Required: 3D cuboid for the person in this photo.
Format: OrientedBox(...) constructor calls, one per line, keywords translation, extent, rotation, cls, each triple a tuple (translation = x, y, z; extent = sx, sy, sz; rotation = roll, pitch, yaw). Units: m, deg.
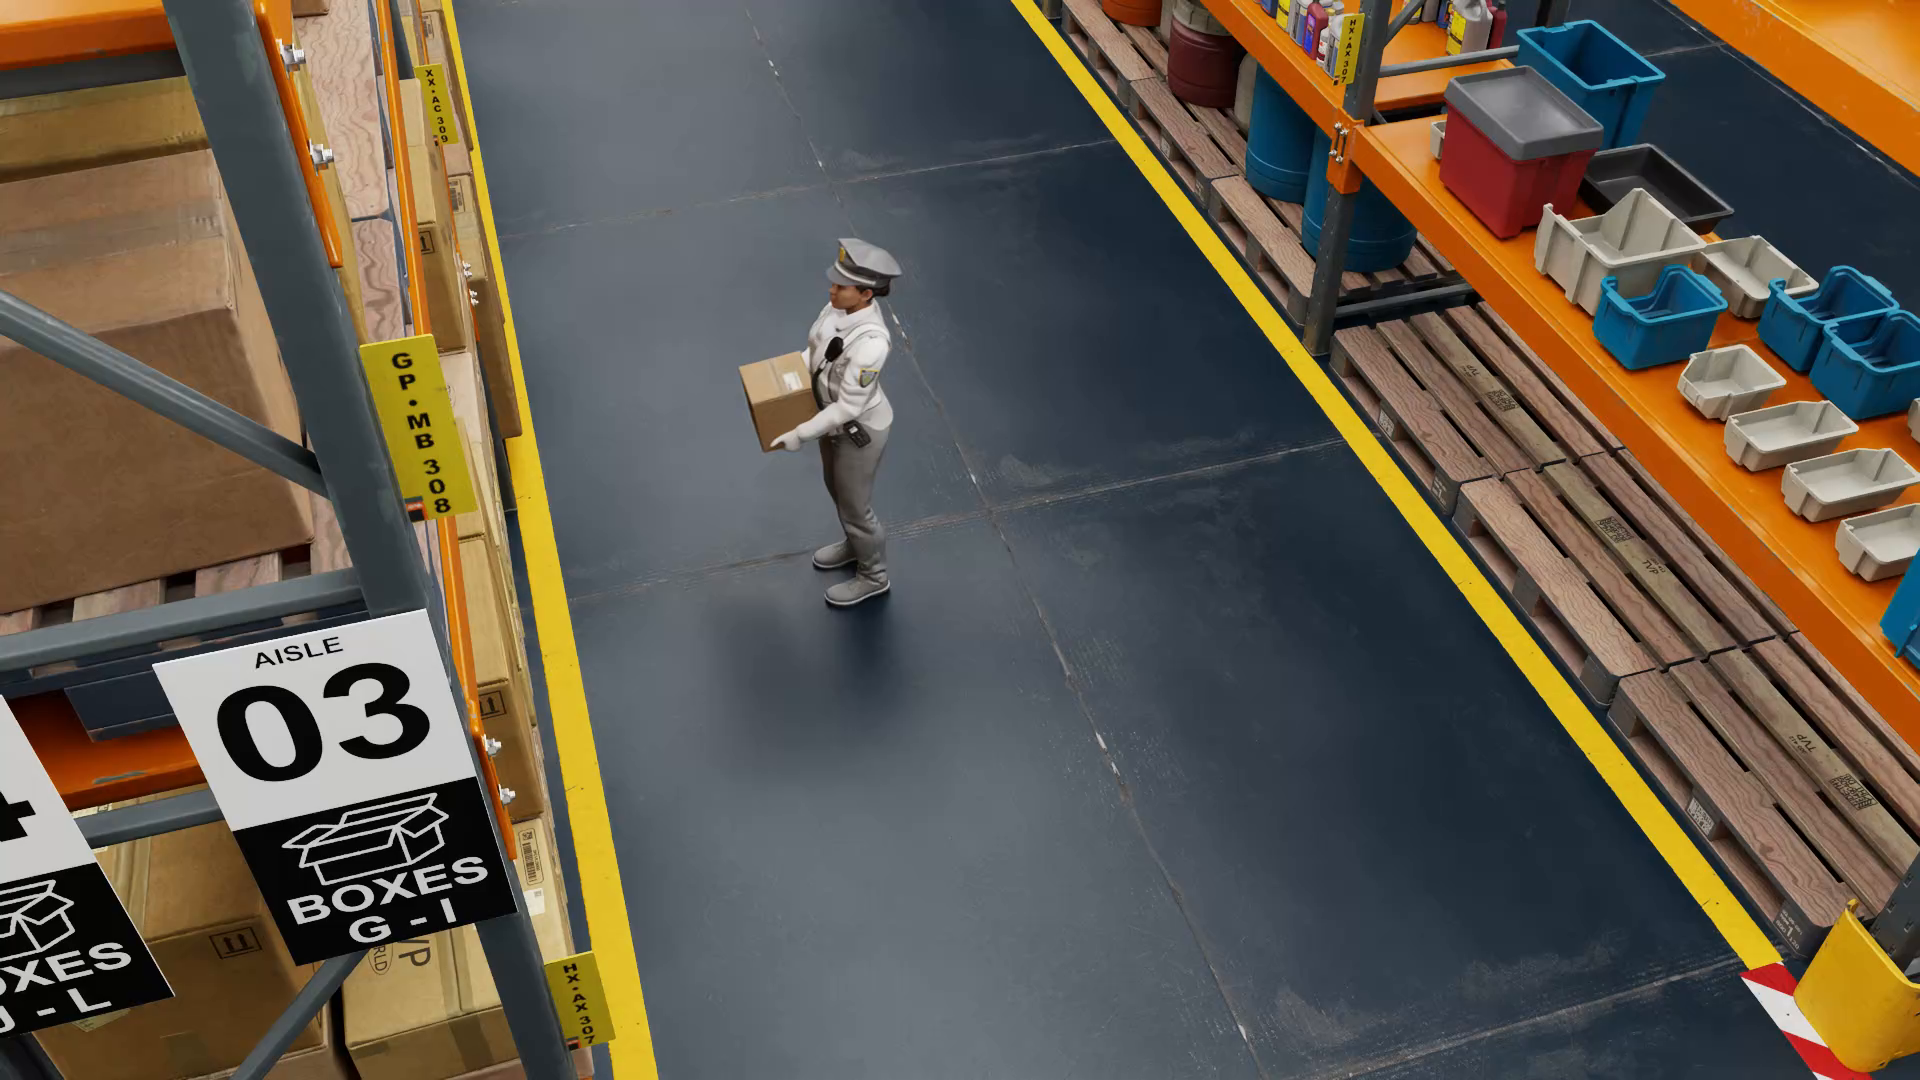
OrientedBox(translation=(-0.503, -0.453, 6.636), extent=(0.564, 1.686, 0.460), rotation=(-12, 44, -13), cls="person")
